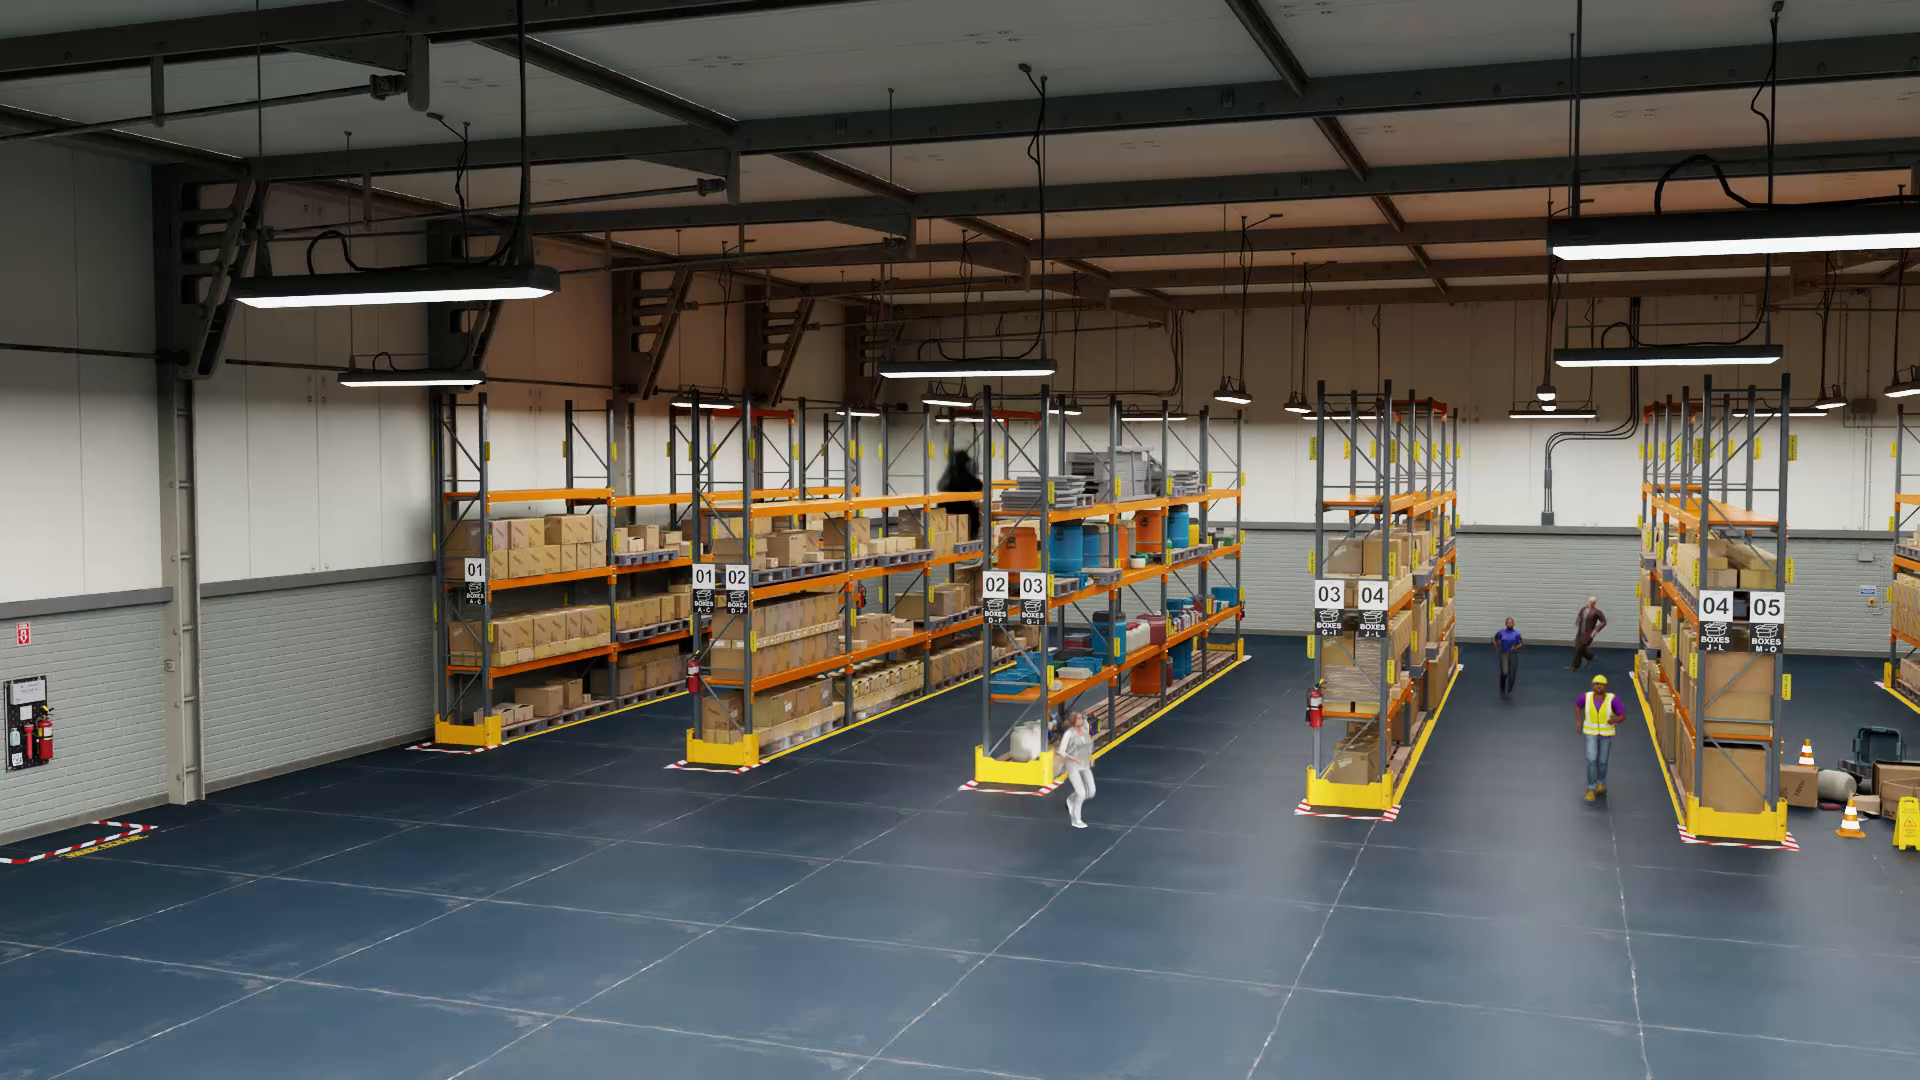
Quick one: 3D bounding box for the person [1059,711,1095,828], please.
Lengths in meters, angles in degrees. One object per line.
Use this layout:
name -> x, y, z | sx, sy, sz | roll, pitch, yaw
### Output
person -> 1.562, 3.045, 22.141 | 0.532, 1.549, 0.560 | -2, 4, -37

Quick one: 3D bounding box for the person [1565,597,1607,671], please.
person -> 14.260, 2.136, 37.771 | 0.756, 1.712, 0.769 | -1, 3, -26

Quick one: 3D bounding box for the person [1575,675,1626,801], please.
person -> 9.248, 2.851, 24.028 | 0.678, 1.828, 0.777 | 1, 3, 18

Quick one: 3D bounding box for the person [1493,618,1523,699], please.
person -> 11.068, 2.393, 33.574 | 0.546, 1.653, 0.676 | 1, 3, 12
